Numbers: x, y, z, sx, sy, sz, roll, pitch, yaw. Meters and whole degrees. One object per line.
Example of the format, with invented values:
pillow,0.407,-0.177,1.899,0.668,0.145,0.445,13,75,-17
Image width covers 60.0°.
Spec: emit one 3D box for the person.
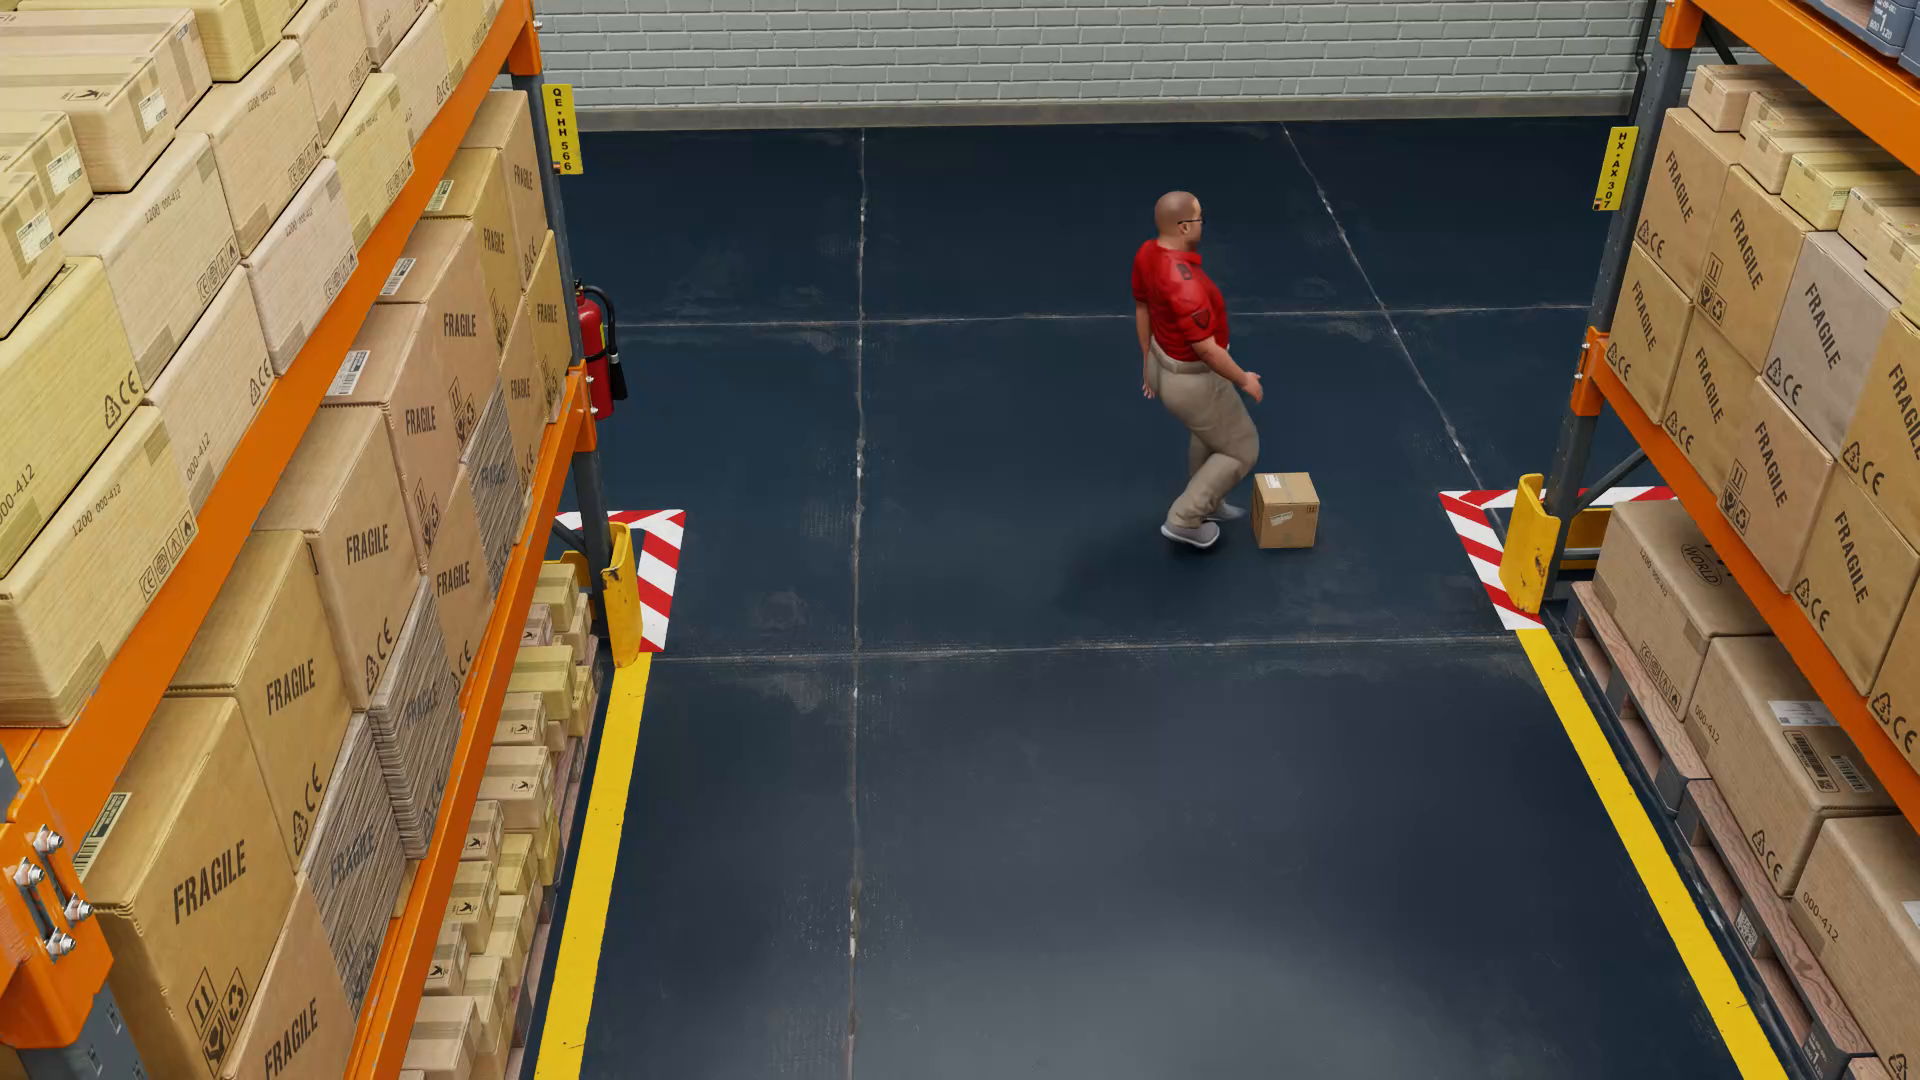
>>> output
person,1.092,-0.706,7.248,0.635,1.739,0.590,-9,36,-13
